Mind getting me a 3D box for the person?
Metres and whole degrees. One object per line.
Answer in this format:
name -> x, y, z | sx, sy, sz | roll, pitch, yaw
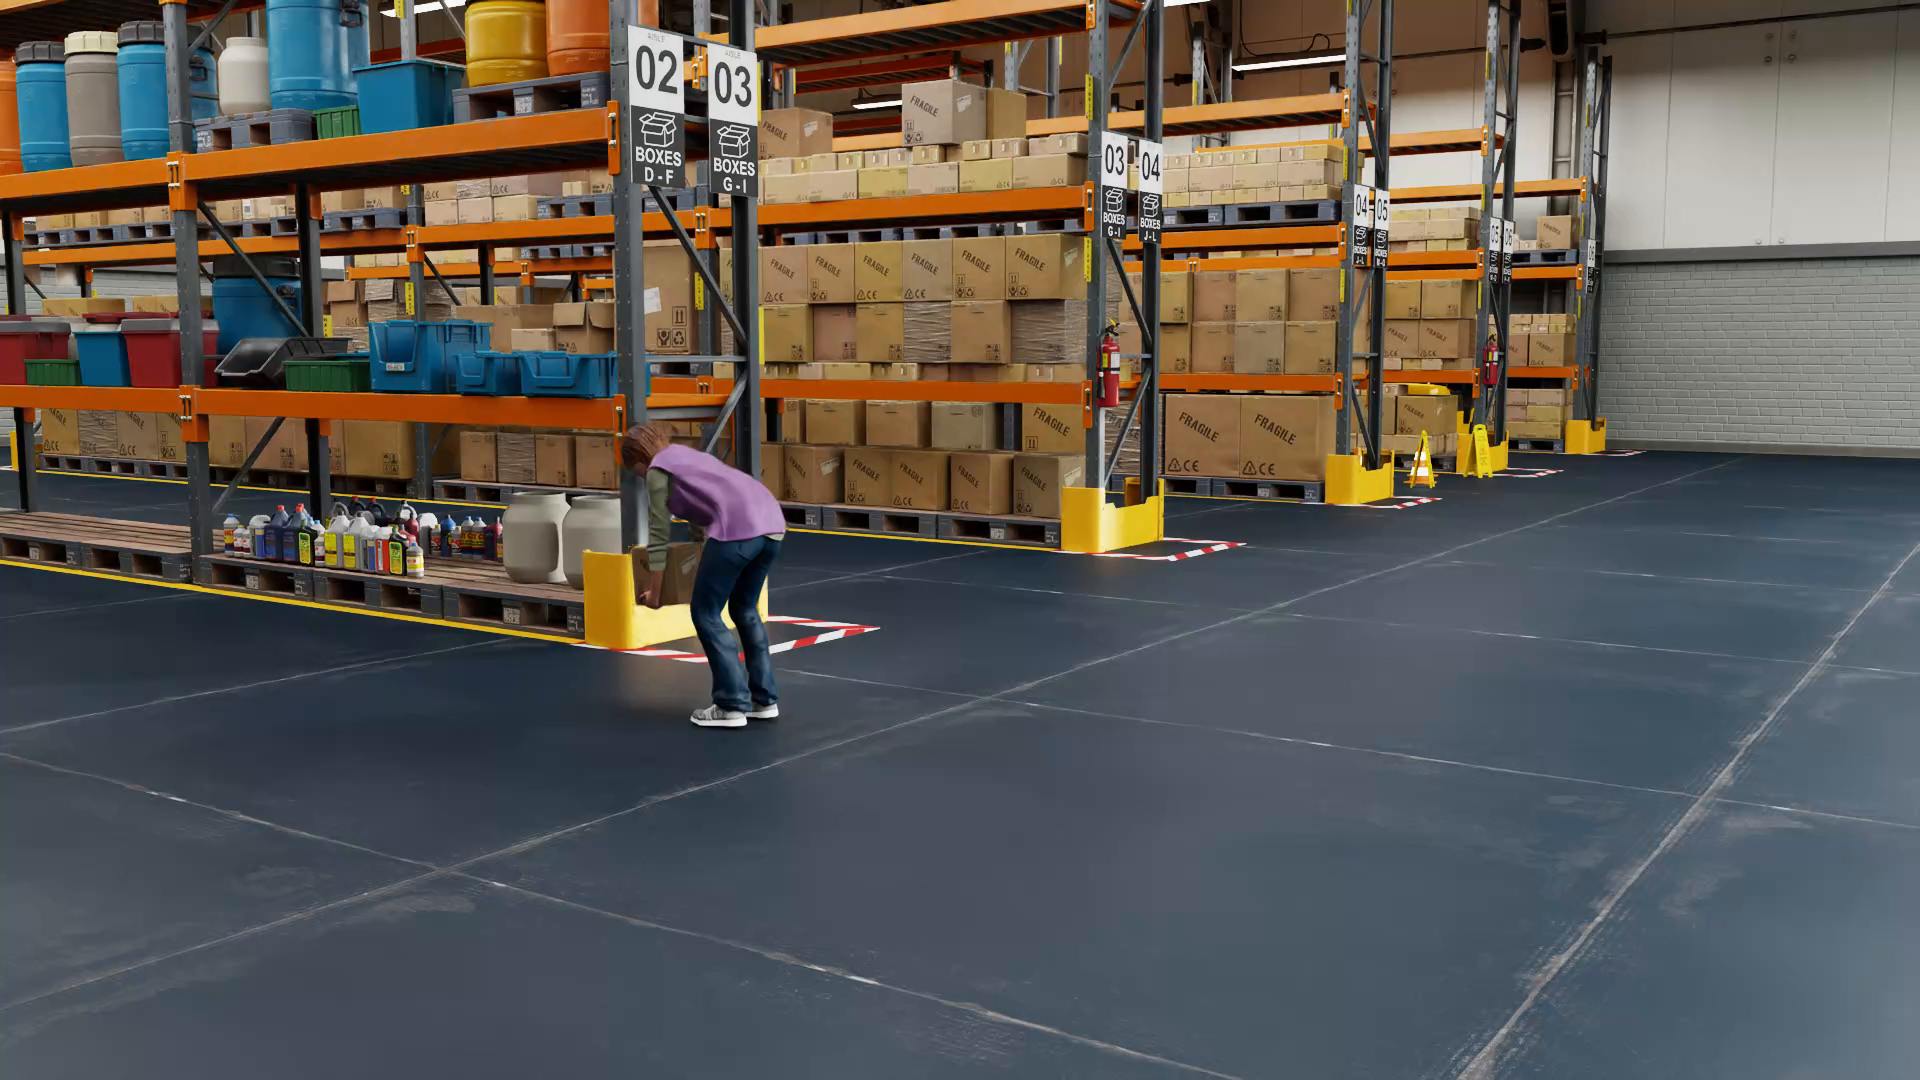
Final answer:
person -> -1.103, 0.142, 7.043 | 0.810, 1.240, 0.380 | 4, 8, 32
